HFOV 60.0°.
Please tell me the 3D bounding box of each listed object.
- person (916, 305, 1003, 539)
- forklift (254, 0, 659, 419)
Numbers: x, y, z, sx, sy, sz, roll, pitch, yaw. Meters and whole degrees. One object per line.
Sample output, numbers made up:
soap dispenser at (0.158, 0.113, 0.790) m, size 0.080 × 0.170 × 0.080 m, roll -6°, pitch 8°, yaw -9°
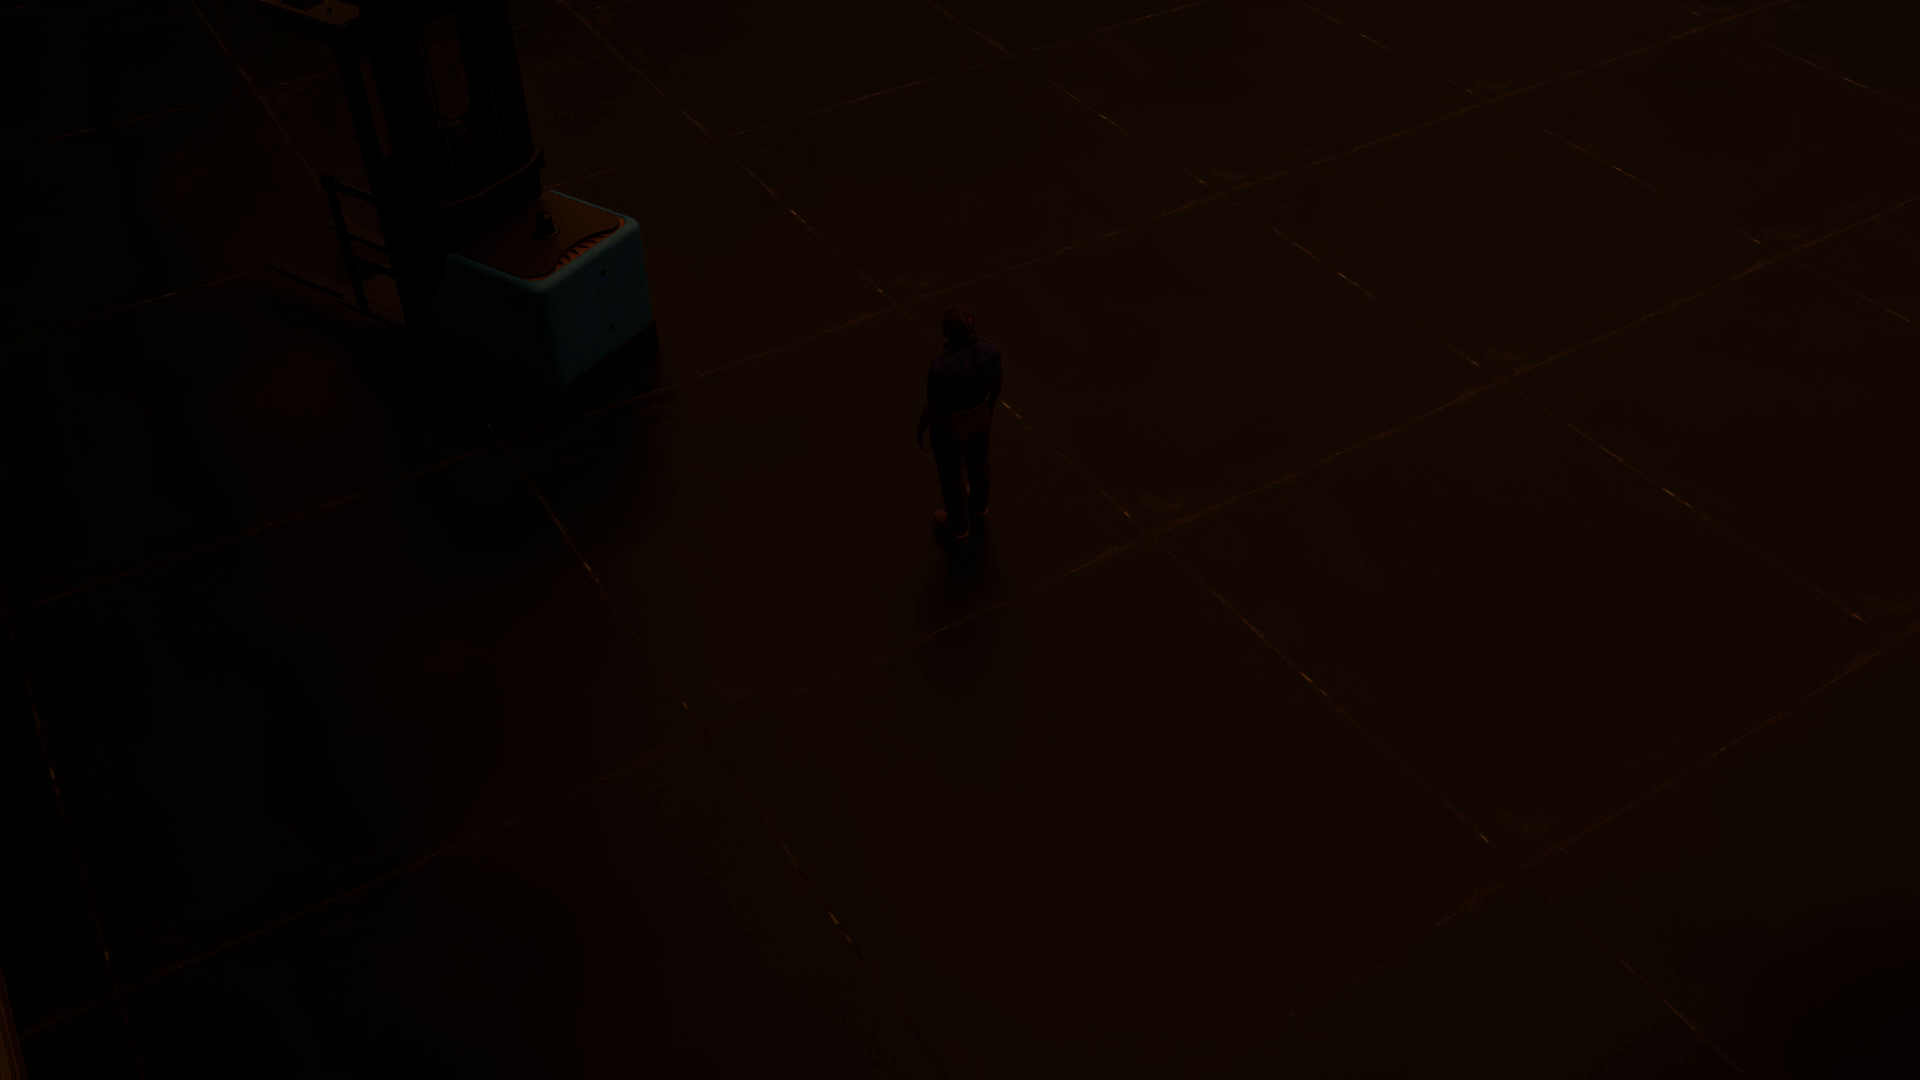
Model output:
person at (-0.030, -0.715, 9.586) m, size 0.569 × 1.656 × 0.503 m, roll -23°, pitch 46°, yaw -24°
forklift at (-3.606, -2.629, 10.879) m, size 3.031 × 2.935 × 1.130 m, roll 22°, pitch 46°, yaw 23°
